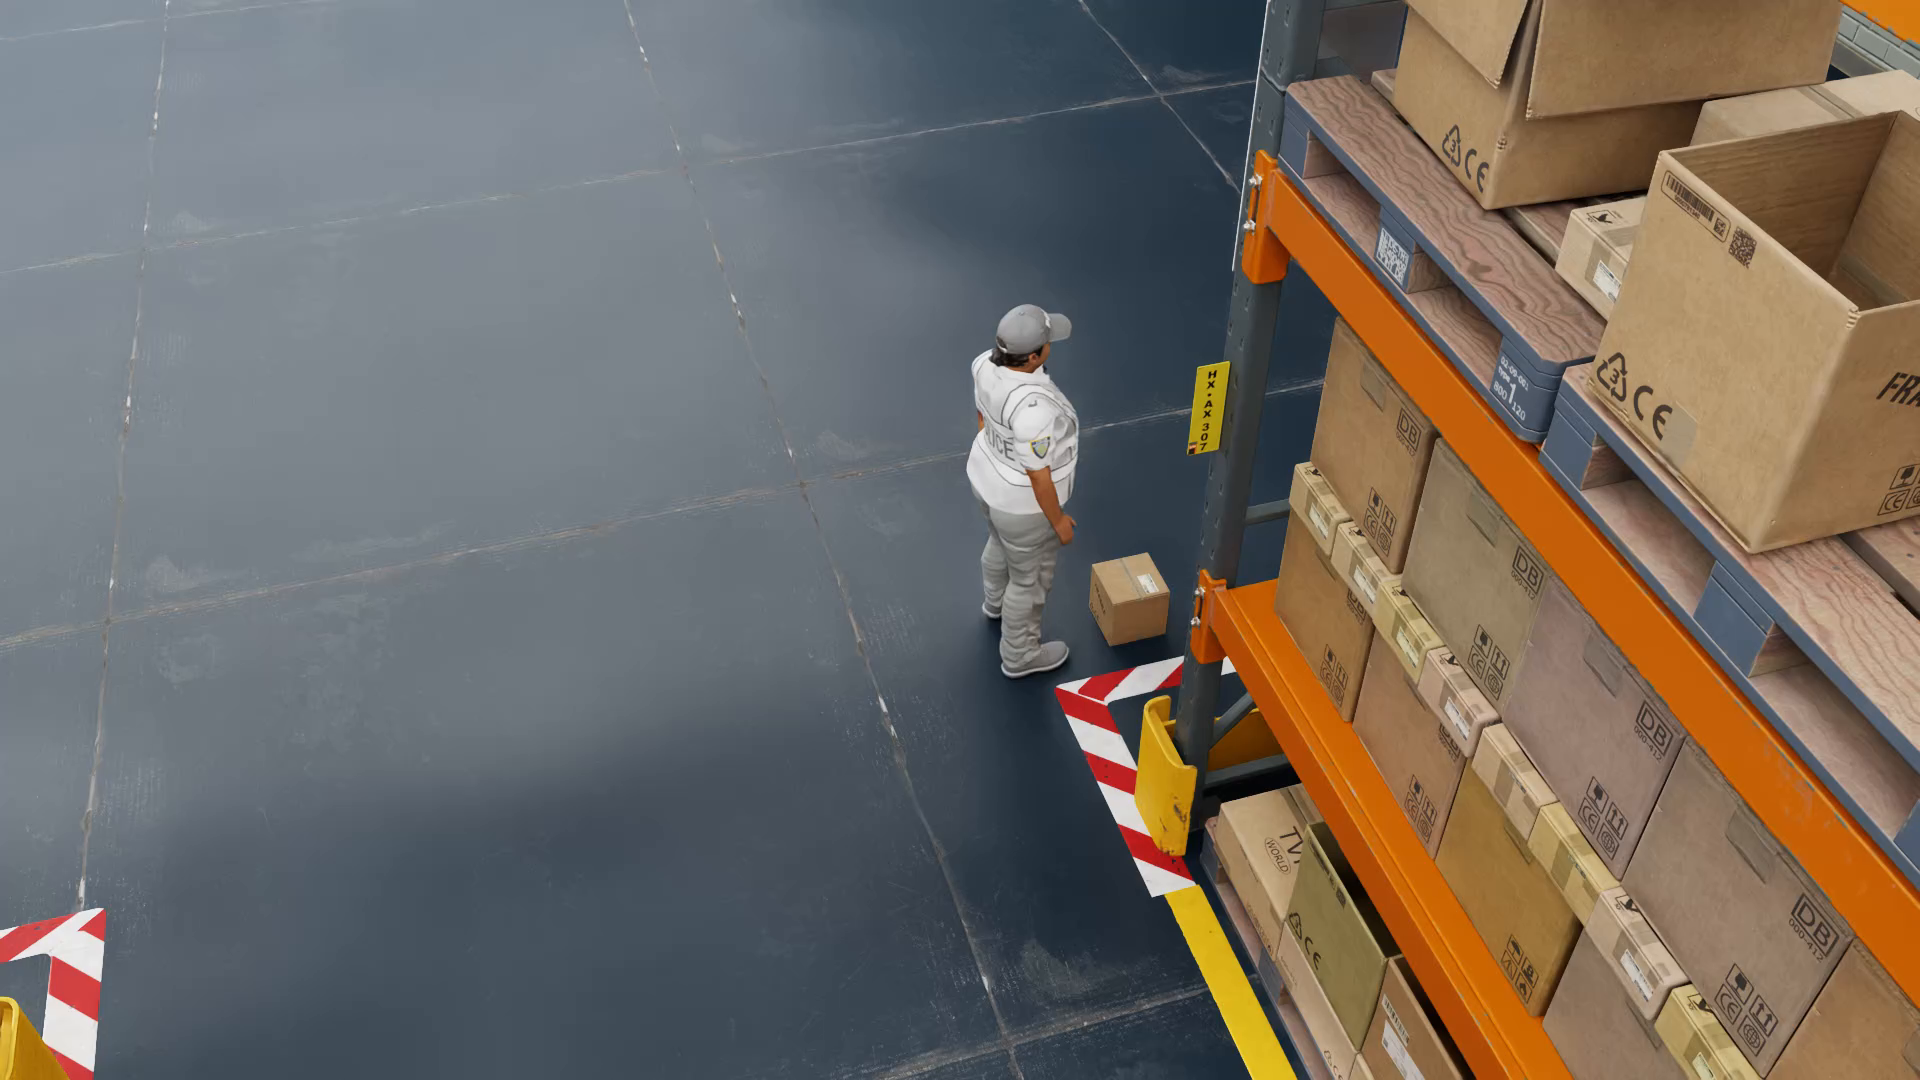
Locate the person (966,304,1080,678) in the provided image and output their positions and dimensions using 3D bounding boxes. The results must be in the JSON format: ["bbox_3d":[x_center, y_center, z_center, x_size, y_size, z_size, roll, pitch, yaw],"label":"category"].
[{"bbox_3d":[0.248,-0.193,6.370,0.410,1.698,0.521,-16,45,-17],"label":"person"}]
